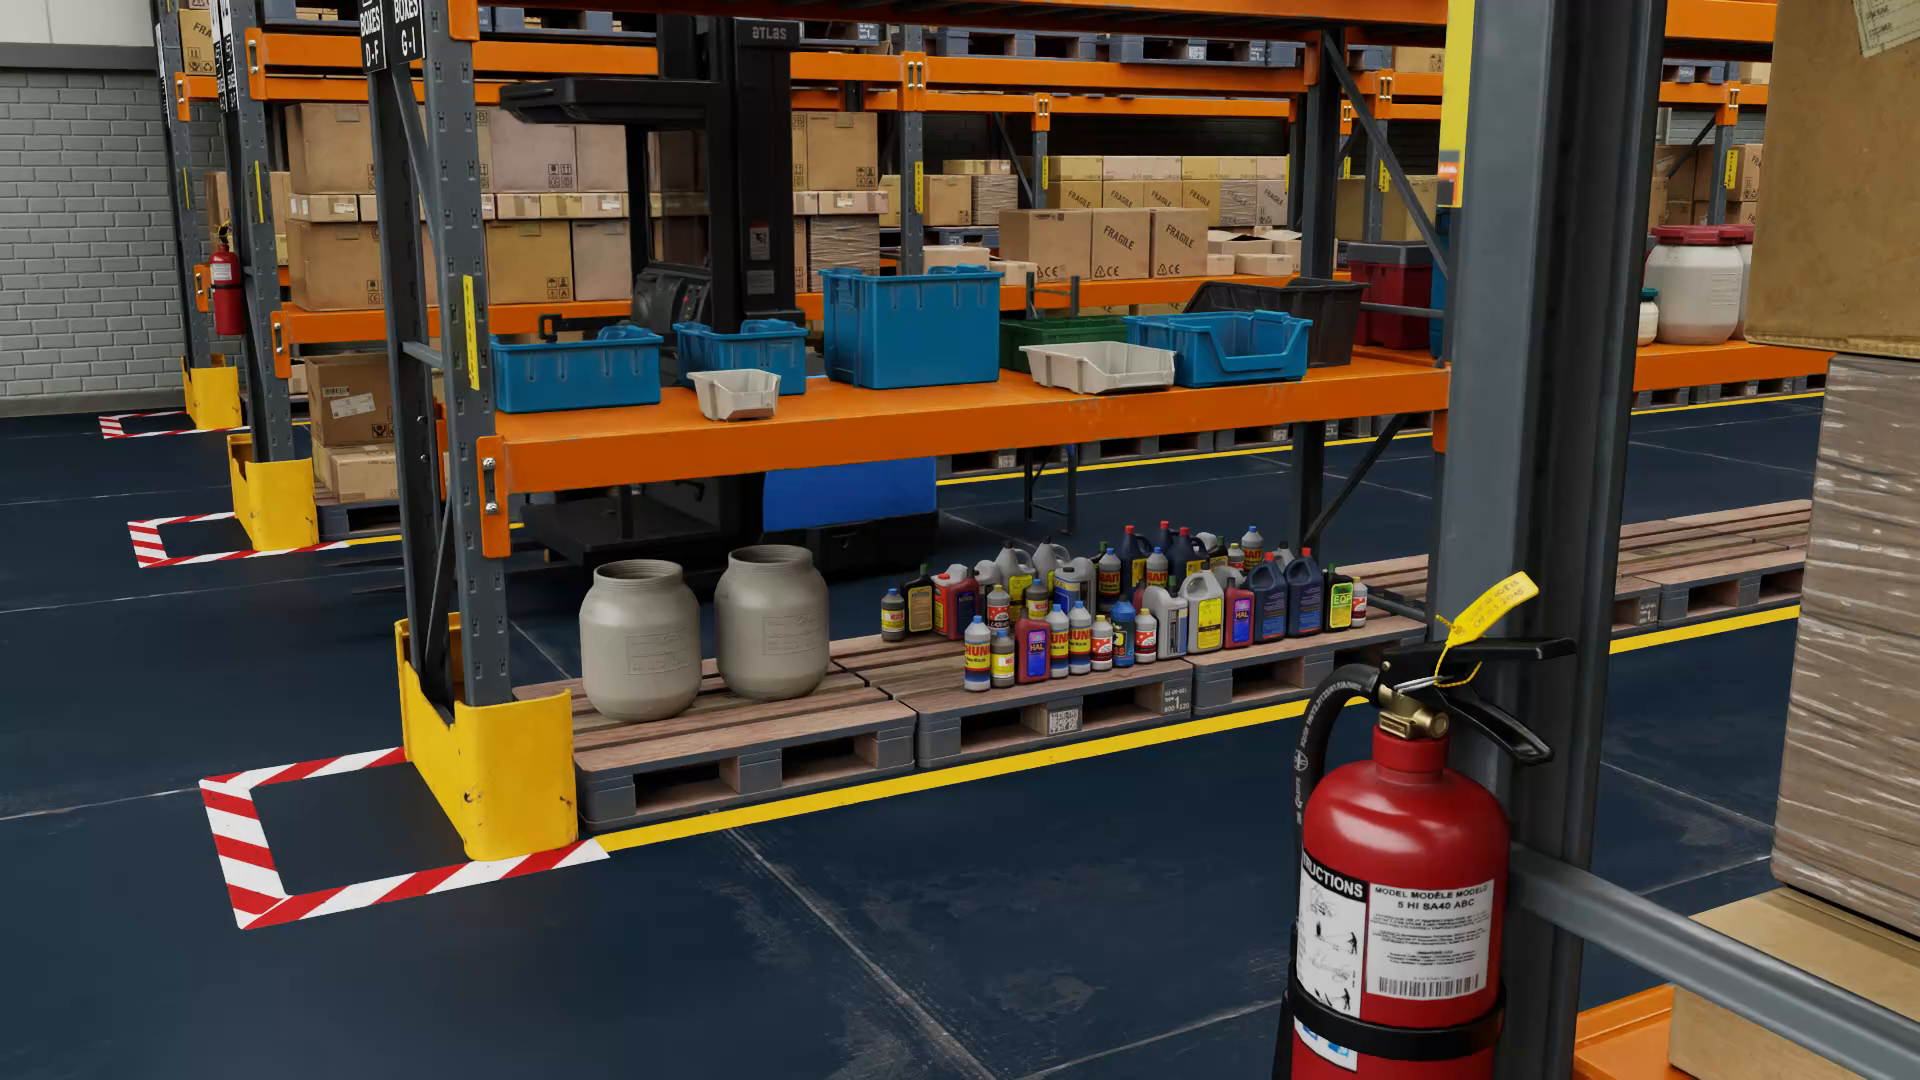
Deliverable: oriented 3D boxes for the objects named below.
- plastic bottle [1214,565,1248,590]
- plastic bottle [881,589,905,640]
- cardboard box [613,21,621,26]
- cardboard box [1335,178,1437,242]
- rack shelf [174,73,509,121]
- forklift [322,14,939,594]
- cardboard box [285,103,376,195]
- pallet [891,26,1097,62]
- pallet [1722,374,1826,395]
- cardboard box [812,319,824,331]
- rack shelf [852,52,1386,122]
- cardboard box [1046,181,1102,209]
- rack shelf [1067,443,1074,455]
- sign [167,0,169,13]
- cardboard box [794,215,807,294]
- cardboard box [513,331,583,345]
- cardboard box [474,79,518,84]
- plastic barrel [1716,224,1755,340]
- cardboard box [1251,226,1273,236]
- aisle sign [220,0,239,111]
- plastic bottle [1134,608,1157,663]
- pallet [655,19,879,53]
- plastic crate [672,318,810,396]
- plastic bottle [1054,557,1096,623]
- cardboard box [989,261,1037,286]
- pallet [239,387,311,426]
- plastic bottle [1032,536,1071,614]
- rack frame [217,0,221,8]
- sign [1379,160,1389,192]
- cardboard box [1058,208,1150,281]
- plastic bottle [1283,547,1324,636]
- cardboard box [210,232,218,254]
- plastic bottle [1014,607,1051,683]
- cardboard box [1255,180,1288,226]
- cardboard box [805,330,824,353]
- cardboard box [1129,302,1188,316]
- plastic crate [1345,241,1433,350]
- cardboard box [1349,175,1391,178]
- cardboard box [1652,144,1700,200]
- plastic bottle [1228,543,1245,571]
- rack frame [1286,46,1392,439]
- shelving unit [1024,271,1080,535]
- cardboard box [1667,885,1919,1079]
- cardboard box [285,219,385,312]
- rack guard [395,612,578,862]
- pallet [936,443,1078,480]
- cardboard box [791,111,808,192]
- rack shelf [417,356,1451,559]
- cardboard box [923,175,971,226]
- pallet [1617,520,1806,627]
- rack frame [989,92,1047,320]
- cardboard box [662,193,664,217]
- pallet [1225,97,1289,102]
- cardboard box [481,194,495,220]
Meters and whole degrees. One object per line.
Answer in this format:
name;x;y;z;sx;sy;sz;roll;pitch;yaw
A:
plastic bottle;1.146;0.239;6.917;0.135;0.276;0.152;-7;14;-28
plastic bottle;-0.274;0.301;6.812;0.097;0.201;0.097;0;13;0
cardboard box;-3.222;-4.807;14.754;0.500;0.500;0.500;-8;15;-33
cardboard box;3.475;-2.710;13.636;0.700;0.500;0.500;11;17;41
rack shelf;-4.667;-3.804;14.487;4.000;0.370;1.077;-7;14;-28
forklift;-1.637;-1.210;8.308;3.031;2.935;1.130;-8;15;-31
cardboard box;-3.584;-2.261;9.641;0.500;0.500;0.700;-7;14;-28
pallet;0.233;-3.413;11.547;1.217;0.209;0.805;-8;15;-30
pallet;8.162;-1.630;16.373;1.213;0.211;1.003;-7;14;-28
cardboard box;-1.377;-2.088;16.745;0.500;0.500;0.700;-7;14;-27
rack shelf;1.220;-3.271;12.117;4.000;0.370;1.077;-7;14;-28
cardboard box;1.148;-3.528;17.504;0.500;0.500;0.500;-6;14;-26
rack shelf;0.102;-0.576;9.570;1.000;0.185;0.538;-8;15;-31
sign;-6.163;-4.267;12.913;0.005;0.325;0.100;-7;14;-28
cardboard box;-1.381;-1.892;10.956;0.500;0.500;0.700;-7;14;-28
cardboard box;-3.804;-1.780;15.379;0.500;0.500;0.500;-8;15;-32
cardboard box;-4.155;-4.207;14.365;0.500;0.500;0.500;-7;15;-30
plastic barrel;3.804;-1.240;7.979;0.433;0.535;0.433;0;13;0
cardboard box;3.286;-3.452;18.643;0.250;0.149;0.380;-7;14;-28
aisle sign;-3.957;-2.729;8.984;0.004;0.787;0.394;-7;14;-28
plastic bottle;0.721;0.369;6.508;0.097;0.201;0.097;0;13;0
pallet;-1.271;-3.273;10.692;1.213;0.211;1.003;-7;14;-28
plastic crate;-0.807;-0.677;6.124;0.408;0.251;0.499;-7;14;-28
plastic bottle;0.482;0.217;7.016;0.135;0.276;0.152;-7;14;-28
cardboard box;0.341;-1.879;11.699;0.250;0.149;0.380;-7;14;-28
pallet;-5.626;-1.207;14.494;1.213;0.211;1.003;-7;14;-28
plastic bottle;0.389;0.154;7.123;0.185;0.351;0.144;-7;14;-28
rack frame;-4.046;-4.454;8.904;0.127;3.000;1.000;-7;14;-28
sign;3.245;-2.827;12.701;0.005;0.325;0.100;-7;14;-28
cardboard box;1.049;-2.182;12.247;0.500;0.500;0.500;-7;14;-28
plastic bottle;1.408;0.208;6.884;0.185;0.351;0.144;-7;15;-29
cardboard box;-6.105;-2.504;14.201;0.500;0.250;0.500;-7;14;-27
plastic bottle;0.272;0.388;6.240;0.133;0.283;0.061;-7;14;-27
cardboard box;3.383;-3.795;18.688;0.500;0.500;0.500;-7;14;-27
cardboard box;-1.092;-1.189;11.657;0.500;0.500;0.500;-7;14;-28
cardboard box;2.079;-2.622;18.368;0.750;0.750;0.750;-7;14;-28
plastic crate;2.113;-1.134;7.670;0.583;0.464;0.402;-7;14;-28
cardboard box;4.594;-3.944;19.619;0.700;0.700;0.980;-7;14;-27
cardboard box;6.807;-3.429;15.509;0.500;0.500;0.500;-7;14;-28
plastic bottle;1.256;0.117;7.627;0.097;0.201;0.097;0;13;0
rack frame;2.976;-2.369;13.302;0.127;3.000;1.000;-7;14;-28
shelving unit;0.102;-0.751;9.531;1.048;1.500;0.538;-8;15;-31
cardboard box;0.849;0.435;1.415;0.250;0.149;0.380;-7;14;-28
cardboard box;-3.630;-1.622;9.759;0.500;0.500;0.700;-7;14;-28
rack guard;-1.632;0.630;5.669;0.348;0.500;1.175;-7;14;-28
pallet;0.093;-0.672;12.116;1.213;0.211;1.003;-7;14;-28
cardboard box;-1.364;-2.528;10.829;0.500;0.500;0.700;-7;14;-28
rack shelf;0.080;-0.431;6.333;4.000;0.370;1.077;-7;14;-28
cardboard box;-0.286;-3.471;16.970;0.500;0.500;0.700;-8;15;-33
pallet;3.578;0.148;8.470;1.213;0.211;1.003;-7;14;-28
rack frame;0.599;-3.323;17.542;0.127;3.000;1.000;-7;14;-28
cardboard box;-1.786;-2.110;10.447;0.250;0.149;0.380;-6;14;-26
pallet;3.329;-5.008;18.633;1.217;0.209;0.805;-8;15;-30
cardboard box;-2.926;-1.972;9.837;0.250;0.149;0.380;-7;14;-29
